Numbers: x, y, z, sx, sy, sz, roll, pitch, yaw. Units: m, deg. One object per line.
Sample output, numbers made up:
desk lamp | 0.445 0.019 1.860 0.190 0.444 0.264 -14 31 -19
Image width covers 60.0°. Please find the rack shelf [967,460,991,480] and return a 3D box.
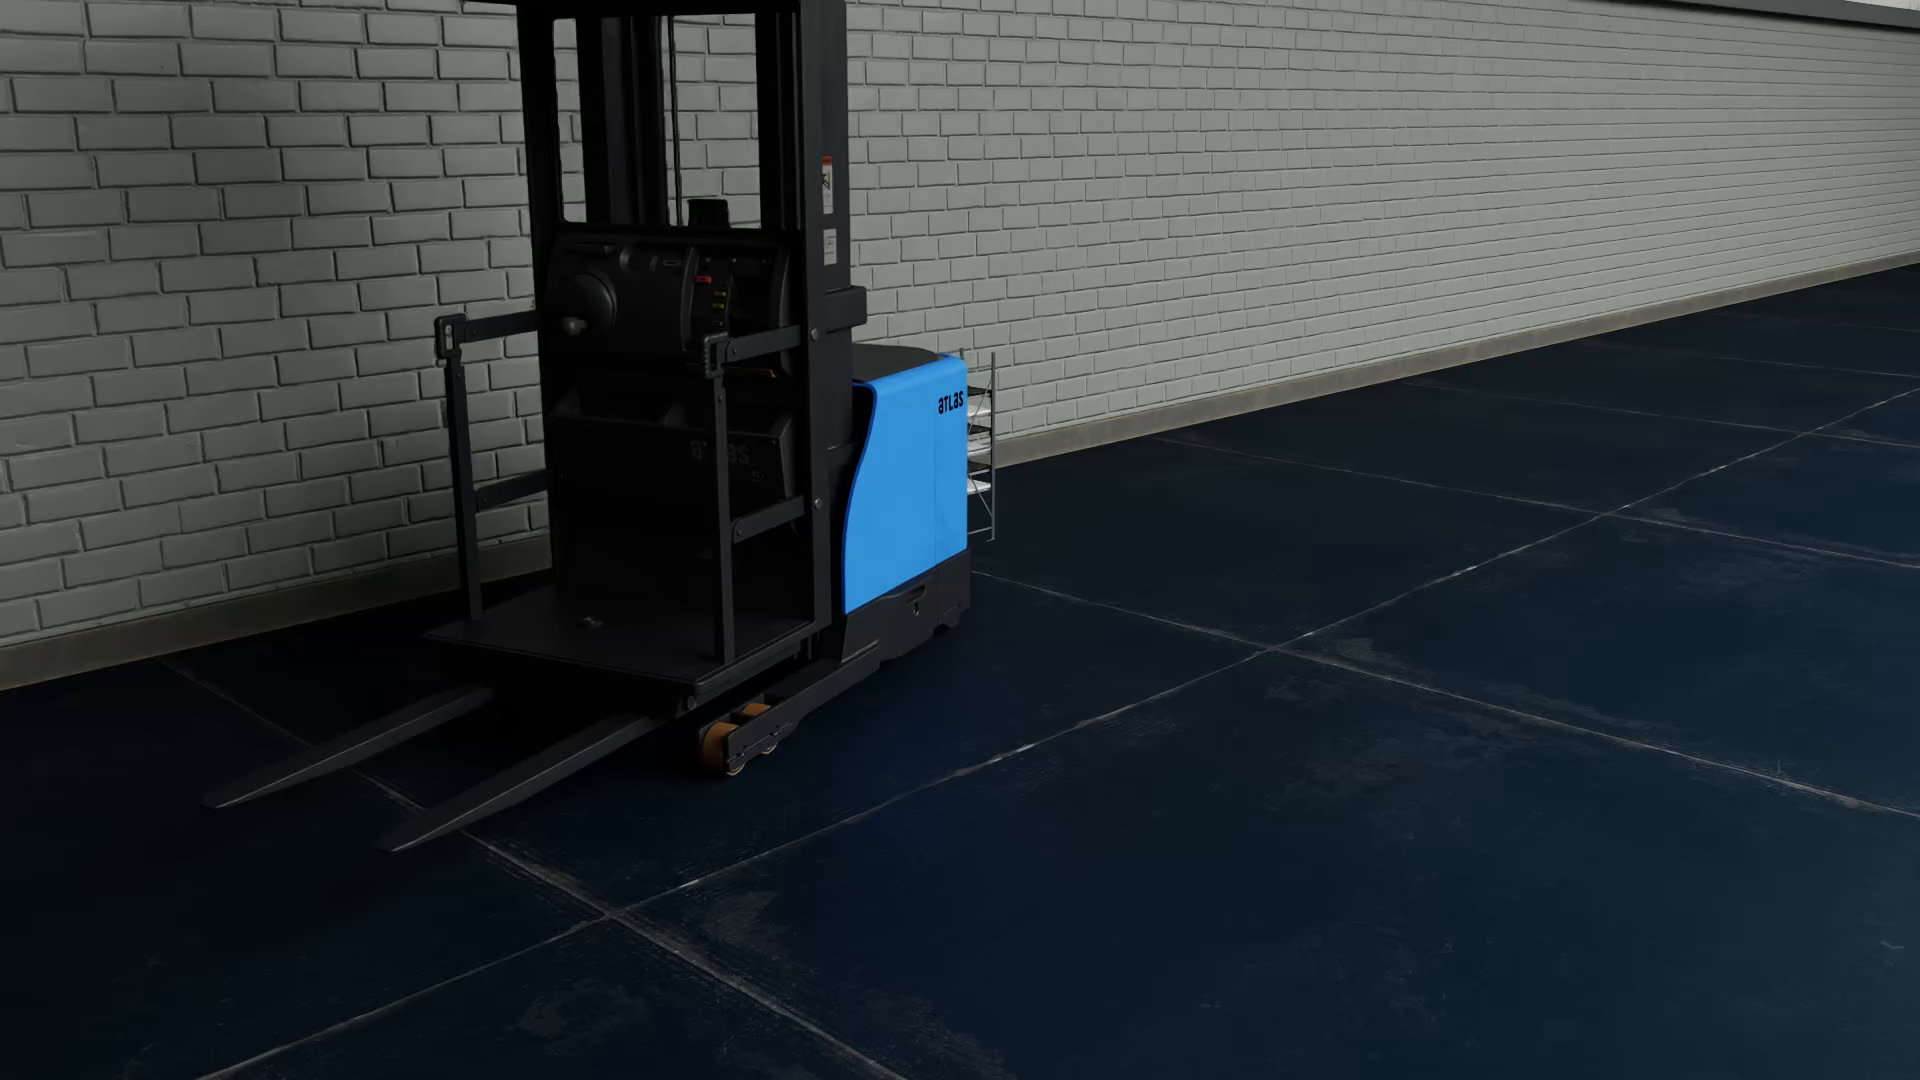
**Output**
rack shelf | 0.006 -0.315 7.844 0.200 0.077 0.258 14 20 42

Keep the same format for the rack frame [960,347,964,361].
rack frame | -0.067 -0.452 7.881 0.006 0.900 0.240 14 20 42

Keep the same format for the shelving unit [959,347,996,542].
shelving unit | 0.006 -0.434 7.813 0.210 0.900 0.258 14 20 42

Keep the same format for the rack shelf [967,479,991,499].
rack shelf | 0.006 -0.228 7.867 0.200 0.077 0.258 14 20 42

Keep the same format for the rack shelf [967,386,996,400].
rack shelf | 0.006 -0.663 7.753 0.200 0.077 0.258 14 20 42

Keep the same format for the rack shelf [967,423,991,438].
rack shelf | 0.006 -0.489 7.799 0.200 0.077 0.258 14 20 42

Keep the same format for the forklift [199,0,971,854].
forklift | -1.050 -0.814 5.244 1.130 2.935 3.031 7 16 25

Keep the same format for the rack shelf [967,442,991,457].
rack shelf | 0.006 -0.402 7.822 0.200 0.077 0.258 14 20 42

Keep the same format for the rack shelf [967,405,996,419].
rack shelf | 0.006 -0.576 7.776 0.200 0.077 0.258 14 20 42

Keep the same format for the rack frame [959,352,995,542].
rack frame | 0.079 -0.416 7.745 0.006 0.900 0.240 14 20 42
